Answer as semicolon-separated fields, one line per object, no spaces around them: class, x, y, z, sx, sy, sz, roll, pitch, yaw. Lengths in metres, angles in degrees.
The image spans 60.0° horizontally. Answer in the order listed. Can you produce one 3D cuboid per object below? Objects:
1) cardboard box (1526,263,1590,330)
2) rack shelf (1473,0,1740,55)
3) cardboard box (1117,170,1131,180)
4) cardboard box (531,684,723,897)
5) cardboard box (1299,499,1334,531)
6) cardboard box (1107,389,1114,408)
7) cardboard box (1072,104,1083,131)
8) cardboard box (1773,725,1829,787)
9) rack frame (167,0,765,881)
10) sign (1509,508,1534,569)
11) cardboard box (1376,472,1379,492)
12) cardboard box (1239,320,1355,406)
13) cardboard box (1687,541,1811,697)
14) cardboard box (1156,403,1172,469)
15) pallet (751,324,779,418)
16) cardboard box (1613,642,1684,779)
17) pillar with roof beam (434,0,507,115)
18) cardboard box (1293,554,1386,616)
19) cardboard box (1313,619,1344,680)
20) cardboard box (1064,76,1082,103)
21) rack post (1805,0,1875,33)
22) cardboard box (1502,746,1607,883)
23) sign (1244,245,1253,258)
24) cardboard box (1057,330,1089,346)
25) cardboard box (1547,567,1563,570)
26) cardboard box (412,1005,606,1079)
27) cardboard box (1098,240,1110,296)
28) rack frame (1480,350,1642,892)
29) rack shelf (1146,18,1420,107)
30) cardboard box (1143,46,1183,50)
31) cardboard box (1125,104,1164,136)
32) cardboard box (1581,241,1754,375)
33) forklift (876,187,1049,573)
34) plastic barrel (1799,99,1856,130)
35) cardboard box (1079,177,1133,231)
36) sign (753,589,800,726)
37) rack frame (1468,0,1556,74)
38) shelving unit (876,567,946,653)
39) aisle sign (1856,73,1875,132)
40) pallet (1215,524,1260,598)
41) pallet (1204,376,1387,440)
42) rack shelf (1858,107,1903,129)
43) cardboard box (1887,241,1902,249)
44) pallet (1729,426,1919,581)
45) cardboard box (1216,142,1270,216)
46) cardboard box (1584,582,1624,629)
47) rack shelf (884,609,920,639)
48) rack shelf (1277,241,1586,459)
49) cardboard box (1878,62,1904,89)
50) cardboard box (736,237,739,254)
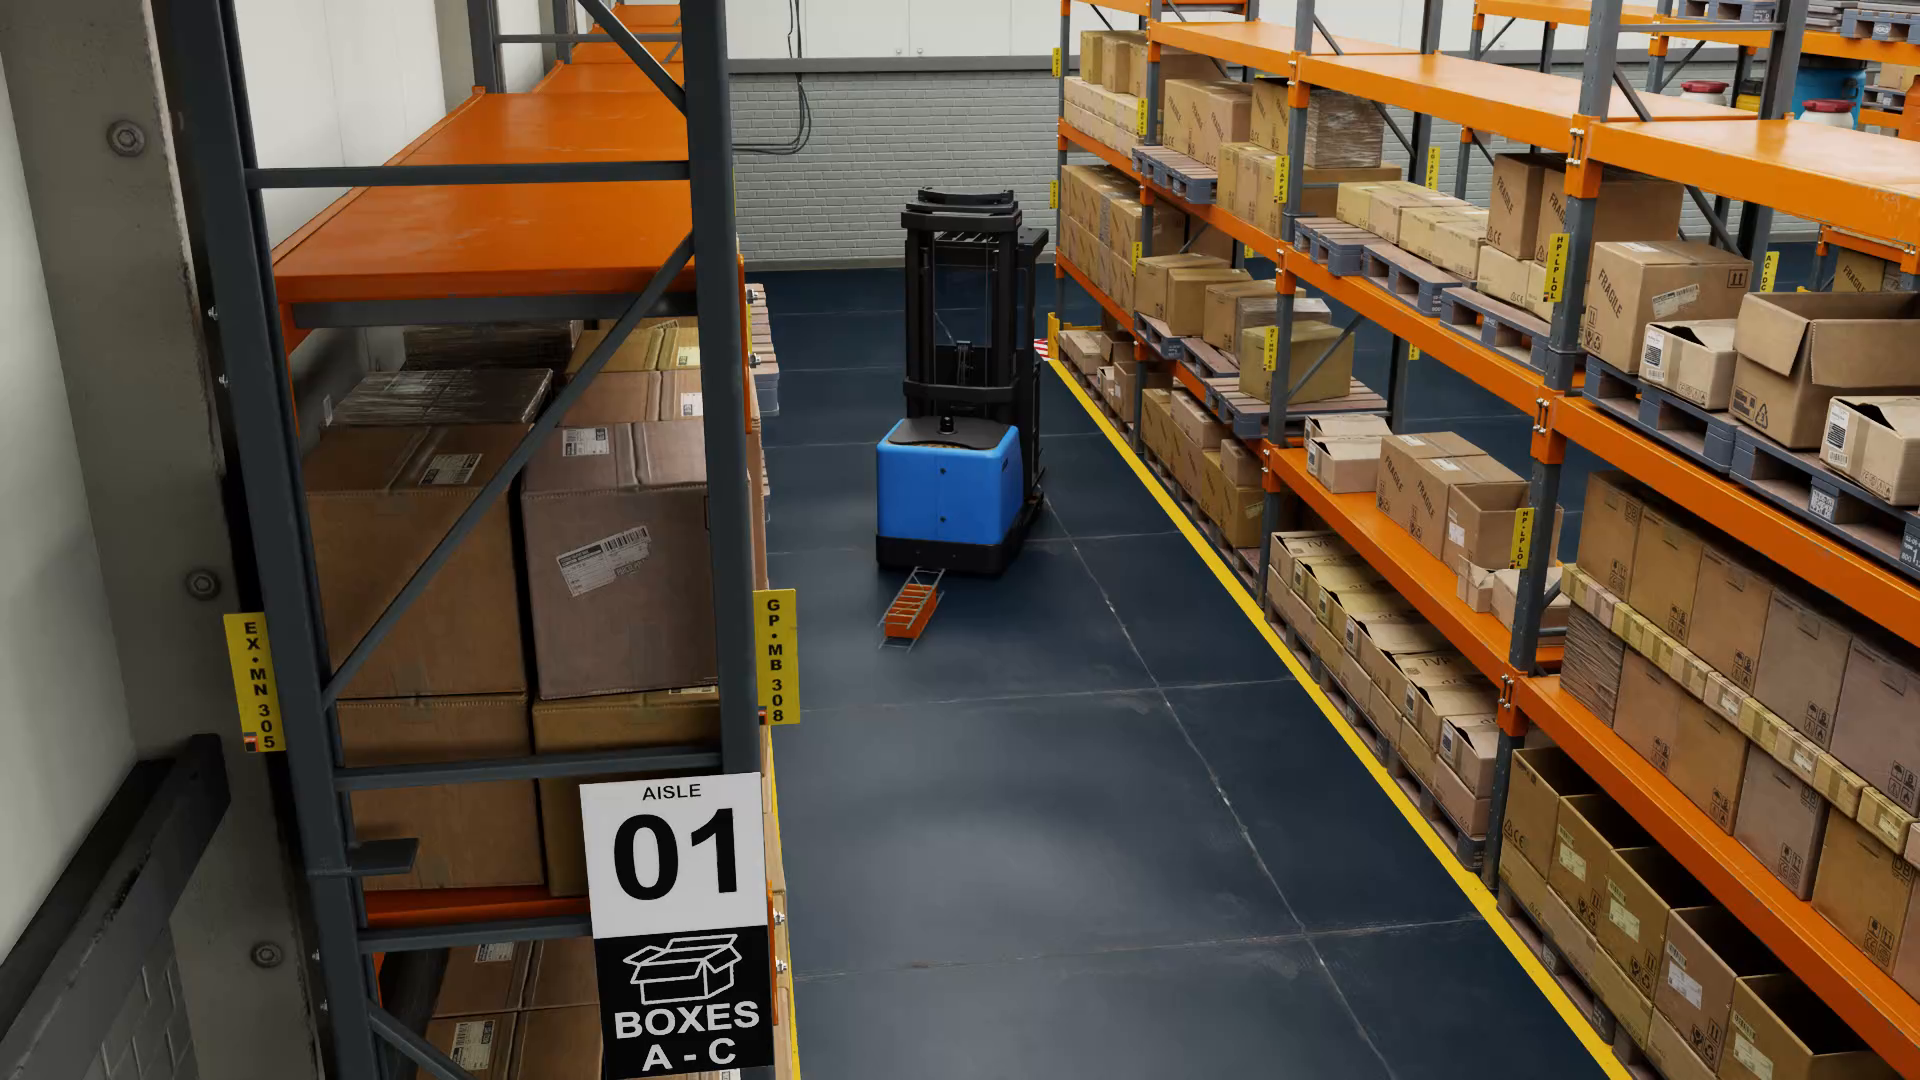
cardboard box;3.299;-1.277;8.675;0.500;0.250;0.500;-1;20;-2
rack shelf;6.839;-5.528;17.756;1.077;0.370;4.000;-3;21;-8
cardboard box;2.058;-3.886;18.762;0.500;0.500;0.500;-2;21;-6
cardboard box;-0.748;0.515;4.092;0.500;0.500;0.500;-2;21;-6
cardboard box;3.019;-0.123;13.203;0.500;0.500;0.500;-2;21;-5
cardboard box;1.748;-1.482;17.342;0.380;0.149;0.250;-3;21;-8
cardboard box;1.530;-4.657;18.324;0.500;0.250;0.500;-3;21;-8
cardboard box;3.485;0.843;6.601;0.380;0.149;0.250;-3;21;-8
rack frame;-0.947;-0.706;3.244;1.000;3.000;0.127;-3;21;-8
sign;2.842;-0.006;8.403;0.100;0.325;0.005;-3;21;-8
cardboard box;3.041;-0.360;11.252;0.380;0.149;0.250;-1;21;-4
cardboard box;2.599;-1.372;12.860;0.700;0.500;0.500;-10;23;-26
cardboard box;3.594;0.316;7.087;0.700;0.500;0.500;-3;21;-8
cardboard box;2.141;-0.972;15.477;0.500;0.500;0.500;-3;21;-7
pallet;-1.507;-0.817;8.097;1.213;0.211;1.003;-3;21;-8
cardboard box;3.531;0.757;7.758;0.700;0.500;0.500;-3;21;-8
pillar with roof beam;1.491;-3.199;9.920;9.100;9.000;0.400;-3;21;-8
cardboard box;2.670;0.290;11.681;0.500;0.311;0.500;-3;21;-9
cardboard box;2.740;0.725;11.318;0.500;0.250;0.500;-3;21;-9
cardboard box;1.465;-5.064;18.701;0.500;0.250;0.500;-3;21;-8
rack post;7.545;-4.432;13.935;0.937;0.300;0.954;-1;20;-2
cardboard box;3.135;1.385;8.479;0.500;0.500;0.500;-3;21;-8
sign;2.773;-2.873;15.966;0.100;0.325;0.005;-3;21;-8
cardboard box;1.368;-2.394;19.786;0.380;0.149;0.250;-3;21;-8
cardboard box;3.452;0.269;9.567;0.380;0.149;0.250;-3;21;-8
cardboard box;-1.225;1.662;4.594;0.500;0.500;0.500;-3;21;-8
cardboard box;1.747;-2.864;17.455;0.500;0.500;0.500;-2;21;-7
rack frame;3.378;0.469;8.674;1.000;3.000;0.127;-3;21;-8
rack shelf;2.513;-3.895;13.383;1.077;0.370;4.000;-3;21;-8
cardboard box;2.185;-4.568;16.301;0.700;0.500;0.500;-3;21;-8
cardboard box;1.886;-4.025;15.918;0.500;0.250;0.500;-3;21;-8
cardboard box;3.190;-1.058;7.531;0.500;0.500;0.500;-1;21;-3
forklift;0.137;-1.588;14.280;1.130;2.935;3.031;4;21;12
plastic barrel;7.299;-3.437;14.049;0.433;0.535;0.433;0;20;0
cardboard box;1.601;-3.680;18.211;0.500;0.500;0.500;-3;21;-7
sign;-0.410;0.263;3.690;0.100;0.325;0.005;-3;21;-8
rack frame;6.550;-6.745;19.414;1.000;3.000;0.127;-3;21;-8
shelving unit;-0.358;0.514;12.562;0.258;0.189;1.200;4;21;12
aisle sign;11.144;-5.412;20.704;0.394;0.787;0.004;-3;21;-8
pallet;2.731;0.130;13.568;1.003;0.211;1.213;-3;21;-8
pallet;2.634;-1.058;13.035;1.213;0.211;1.003;-3;21;-8
rack shelf;11.740;-4.560;18.880;1.077;0.370;4.000;-3;21;-8
cardboard box;11.326;-3.572;19.851;0.380;0.149;0.250;-3;21;-9
pallet;3.699;-0.180;6.249;1.003;0.211;1.213;-3;21;-8
cardboard box;2.557;-2.874;13.195;0.910;0.500;0.500;-3;21;-8
cardboard box;3.261;0.308;8.035;0.380;0.149;0.250;-3;21;-7
rack shelf;-0.426;0.622;12.273;0.258;0.180;0.103;4;21;12
rack shelf;3.090;-1.292;10.129;1.077;0.370;4.000;-3;21;-8
cardboard box;11.580;-5.703;20.025;0.700;0.500;0.500;-4;21;-11
cardboard box;-1.093;-0.860;6.344;0.500;0.500;0.500;-2;21;-5
